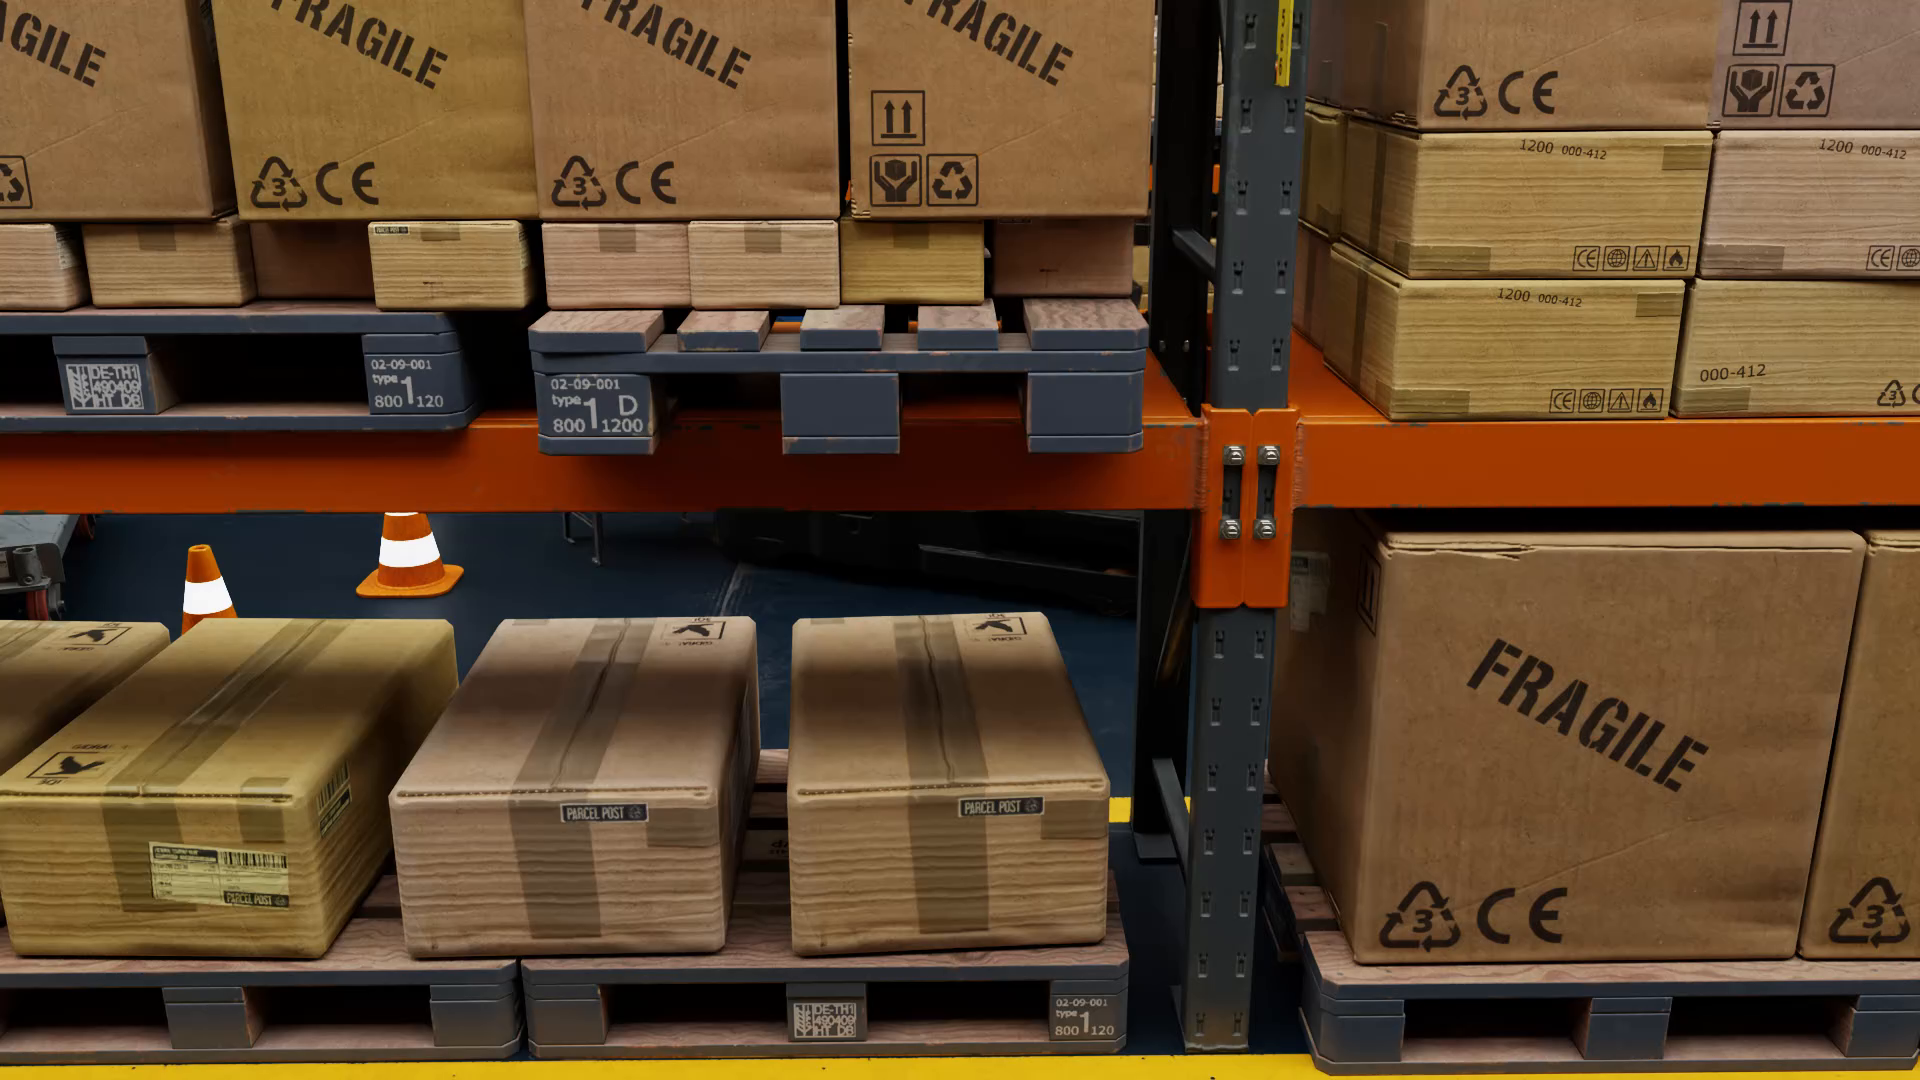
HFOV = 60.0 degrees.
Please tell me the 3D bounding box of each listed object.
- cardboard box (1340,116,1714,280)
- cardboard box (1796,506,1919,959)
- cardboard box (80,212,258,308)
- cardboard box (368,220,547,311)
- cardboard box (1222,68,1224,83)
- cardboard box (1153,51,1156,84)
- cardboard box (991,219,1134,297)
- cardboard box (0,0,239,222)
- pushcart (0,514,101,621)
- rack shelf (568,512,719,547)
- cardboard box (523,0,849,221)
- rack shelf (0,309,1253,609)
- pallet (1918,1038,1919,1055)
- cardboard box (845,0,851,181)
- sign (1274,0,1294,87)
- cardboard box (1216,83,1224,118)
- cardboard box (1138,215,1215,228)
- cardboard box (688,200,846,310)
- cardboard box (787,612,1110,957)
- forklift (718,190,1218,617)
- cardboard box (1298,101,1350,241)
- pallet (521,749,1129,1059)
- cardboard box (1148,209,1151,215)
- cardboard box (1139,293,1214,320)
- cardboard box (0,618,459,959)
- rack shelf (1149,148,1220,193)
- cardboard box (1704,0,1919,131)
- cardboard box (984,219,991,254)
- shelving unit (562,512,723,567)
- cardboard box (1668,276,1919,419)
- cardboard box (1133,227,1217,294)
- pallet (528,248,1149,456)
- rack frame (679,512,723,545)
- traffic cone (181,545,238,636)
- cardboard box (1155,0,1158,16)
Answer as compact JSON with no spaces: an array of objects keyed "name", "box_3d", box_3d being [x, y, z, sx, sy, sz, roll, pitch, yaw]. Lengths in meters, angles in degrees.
[{"name":"cardboard box","box_3d":[1.018,-0.644,3.072,0.500,0.250,0.500,0,18,-1]},{"name":"cardboard box","box_3d":[2.091,0.280,3.554,0.875,0.875,0.875,0,18,0]},{"name":"cardboard box","box_3d":[-1.365,-0.526,2.999,0.250,0.149,0.380,-1,18,-3]},{"name":"cardboard box","box_3d":[-0.862,-0.515,2.965,0.250,0.149,0.380,0,18,0]},{"name":"cardboard box","box_3d":[1.353,-2.229,7.822,0.250,0.149,0.380,-1,18,-3]},{"name":"cardboard box","box_3d":[0.814,-2.225,7.809,0.250,0.149,0.380,1,18,2]},{"name":"cardboard box","box_3d":[0.183,-0.557,3.098,0.250,0.149,0.380,0,18,1]},{"name":"cardboard box","box_3d":[-1.510,-0.842,2.922,0.500,0.500,0.500,-1,18,-3]},{"name":"pushcart","box_3d":[-3.578,0.021,5.863,0.936,0.377,1.648,-7,19,-20]},{"name":"rack shelf","box_3d":[-1.243,-0.312,6.418,0.480,0.518,0.431,-11,21,-30]},{"name":"cardboard box","box_3d":[-0.460,-0.847,2.938,0.500,0.500,0.500,-1,18,-2]},{"name":"rack shelf","box_3d":[-1.492,-0.198,3.433,4.000,0.370,1.077,0,18,-1]},{"name":"pallet","box_3d":[2.514,0.792,3.735,1.213,0.211,1.003,0,18,-1]},{"name":"cardboard box","box_3d":[-0.467,-1.004,3.427,0.500,0.500,0.500,1,18,2]},{"name":"sign","box_3d":[0.525,-0.898,2.672,0.005,0.325,0.100,0,18,-1]},{"name":"cardboard box","box_3d":[1.317,-2.085,7.861,0.250,0.149,0.380,1,18,2]},{"name":"cardboard box","box_3d":[1.008,-1.512,8.527,0.500,0.250,0.500,-1,18,-2]},{"name":"cardboard box","box_3d":[-0.335,-0.519,2.979,0.250,0.149,0.380,0,18,-1]},{"name":"cardboard box","box_3d":[-0.058,0.500,3.691,0.625,0.372,0.950,-1,18,-5]},{"name":"forklift","box_3d":[0.648,-1.292,5.777,3.031,2.935,1.130,7,19,22]},{"name":"cardboard box","box_3d":[0.988,-0.797,3.549,0.500,0.250,0.500,0,18,-1]},{"name":"pallet","box_3d":[-0.274,0.781,3.769,1.213,0.211,1.003,0,18,-1]},{"name":"cardboard box","box_3d":[1.041,-2.762,13.039,0.875,0.875,1.225,-1,18,-3]},{"name":"cardboard box","box_3d":[1.039,-0.997,8.150,0.500,0.500,0.500,-1,18,-3]},{"name":"cardboard box","box_3d":[-1.554,0.508,3.666,0.625,0.372,0.950,0,18,1]},{"name":"rack shelf","box_3d":[2.328,-1.729,8.204,4.000,0.370,1.077,0,18,-1]},{"name":"cardboard box","box_3d":[1.500,-1.007,2.976,0.500,0.500,0.500,0,18,-1]},{"name":"cardboard box","box_3d":[0.179,-0.686,3.499,0.250,0.149,0.380,-1,18,-4]},{"name":"shelving unit","box_3d":[-1.243,-0.991,6.200,0.503,2.100,0.431,-11,21,-30]},{"name":"cardboard box","box_3d":[1.514,-0.412,3.168,0.500,0.250,0.500,-1,18,-2]},{"name":"cardboard box","box_3d":[1.021,-1.358,8.047,0.500,0.250,0.500,-1,18,-3]},{"name":"pallet","box_3d":[-0.204,-0.423,3.270,1.003,0.211,1.213,0,18,-1]},{"name":"rack frame","box_3d":[-1.036,-1.031,6.323,0.015,2.100,0.400,-11,21,-30]},{"name":"traffic cone","box_3d":[-2.274,0.243,5.032,0.334,0.463,0.336,0,18,-1]},{"name":"cardboard box","box_3d":[1.734,-4.103,12.622,0.637,0.503,0.797,0,18,0]}]
